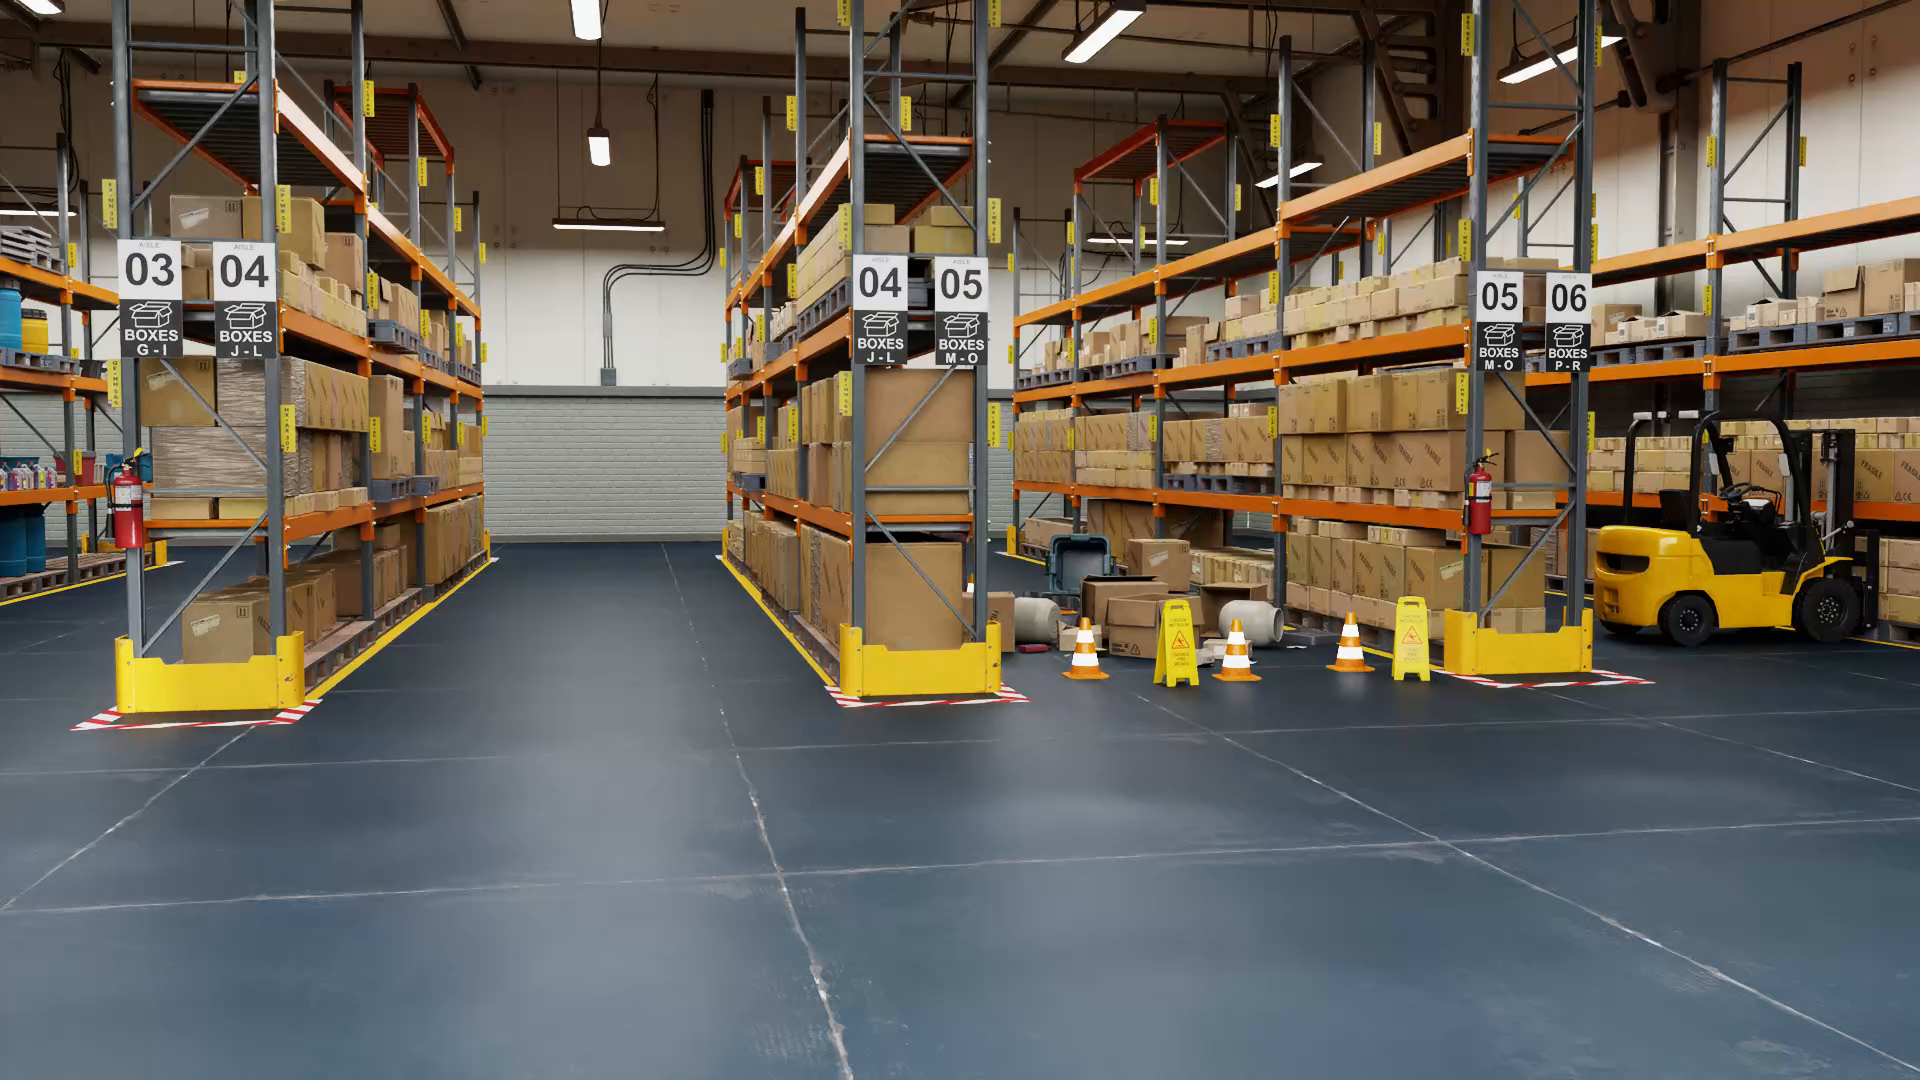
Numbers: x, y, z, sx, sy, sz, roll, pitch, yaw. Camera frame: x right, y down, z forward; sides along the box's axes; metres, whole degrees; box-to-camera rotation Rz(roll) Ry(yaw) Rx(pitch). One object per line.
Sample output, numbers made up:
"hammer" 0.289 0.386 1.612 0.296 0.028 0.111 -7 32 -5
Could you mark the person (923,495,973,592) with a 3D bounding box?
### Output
"person" -0.140 -0.114 18.961 0.580 1.665 0.407 -1 3 -11
